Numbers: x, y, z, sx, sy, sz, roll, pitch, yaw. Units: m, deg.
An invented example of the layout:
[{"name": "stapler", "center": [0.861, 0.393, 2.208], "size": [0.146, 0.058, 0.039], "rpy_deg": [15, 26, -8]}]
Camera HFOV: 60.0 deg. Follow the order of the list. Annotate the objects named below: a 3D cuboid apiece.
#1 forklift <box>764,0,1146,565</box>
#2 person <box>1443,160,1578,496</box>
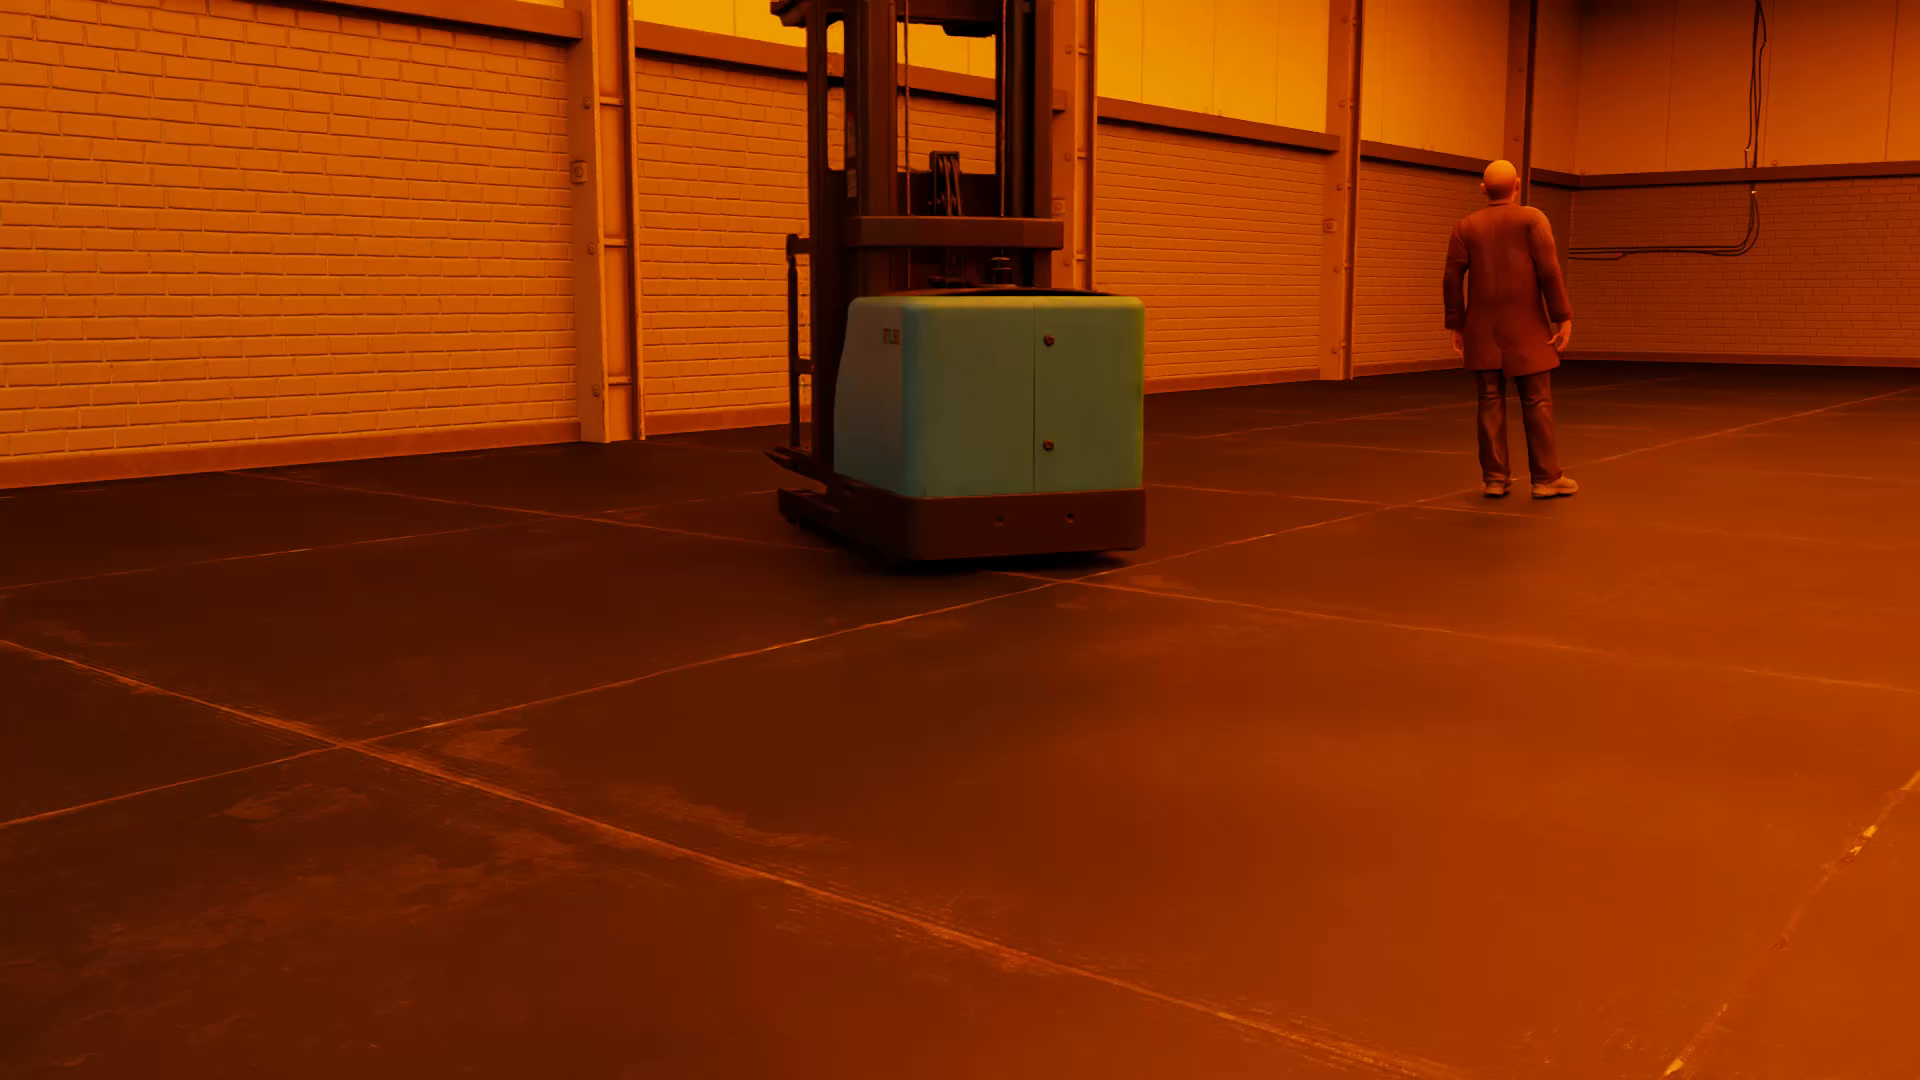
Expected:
[{"name": "forklift", "center": [-0.235, -1.528, 7.727], "size": [1.130, 2.935, 3.031], "rpy_deg": [-3, 9, -20]}, {"name": "person", "center": [2.978, -1.135, 8.971], "size": [0.695, 1.775, 0.582], "rpy_deg": [7, 11, 38]}]
